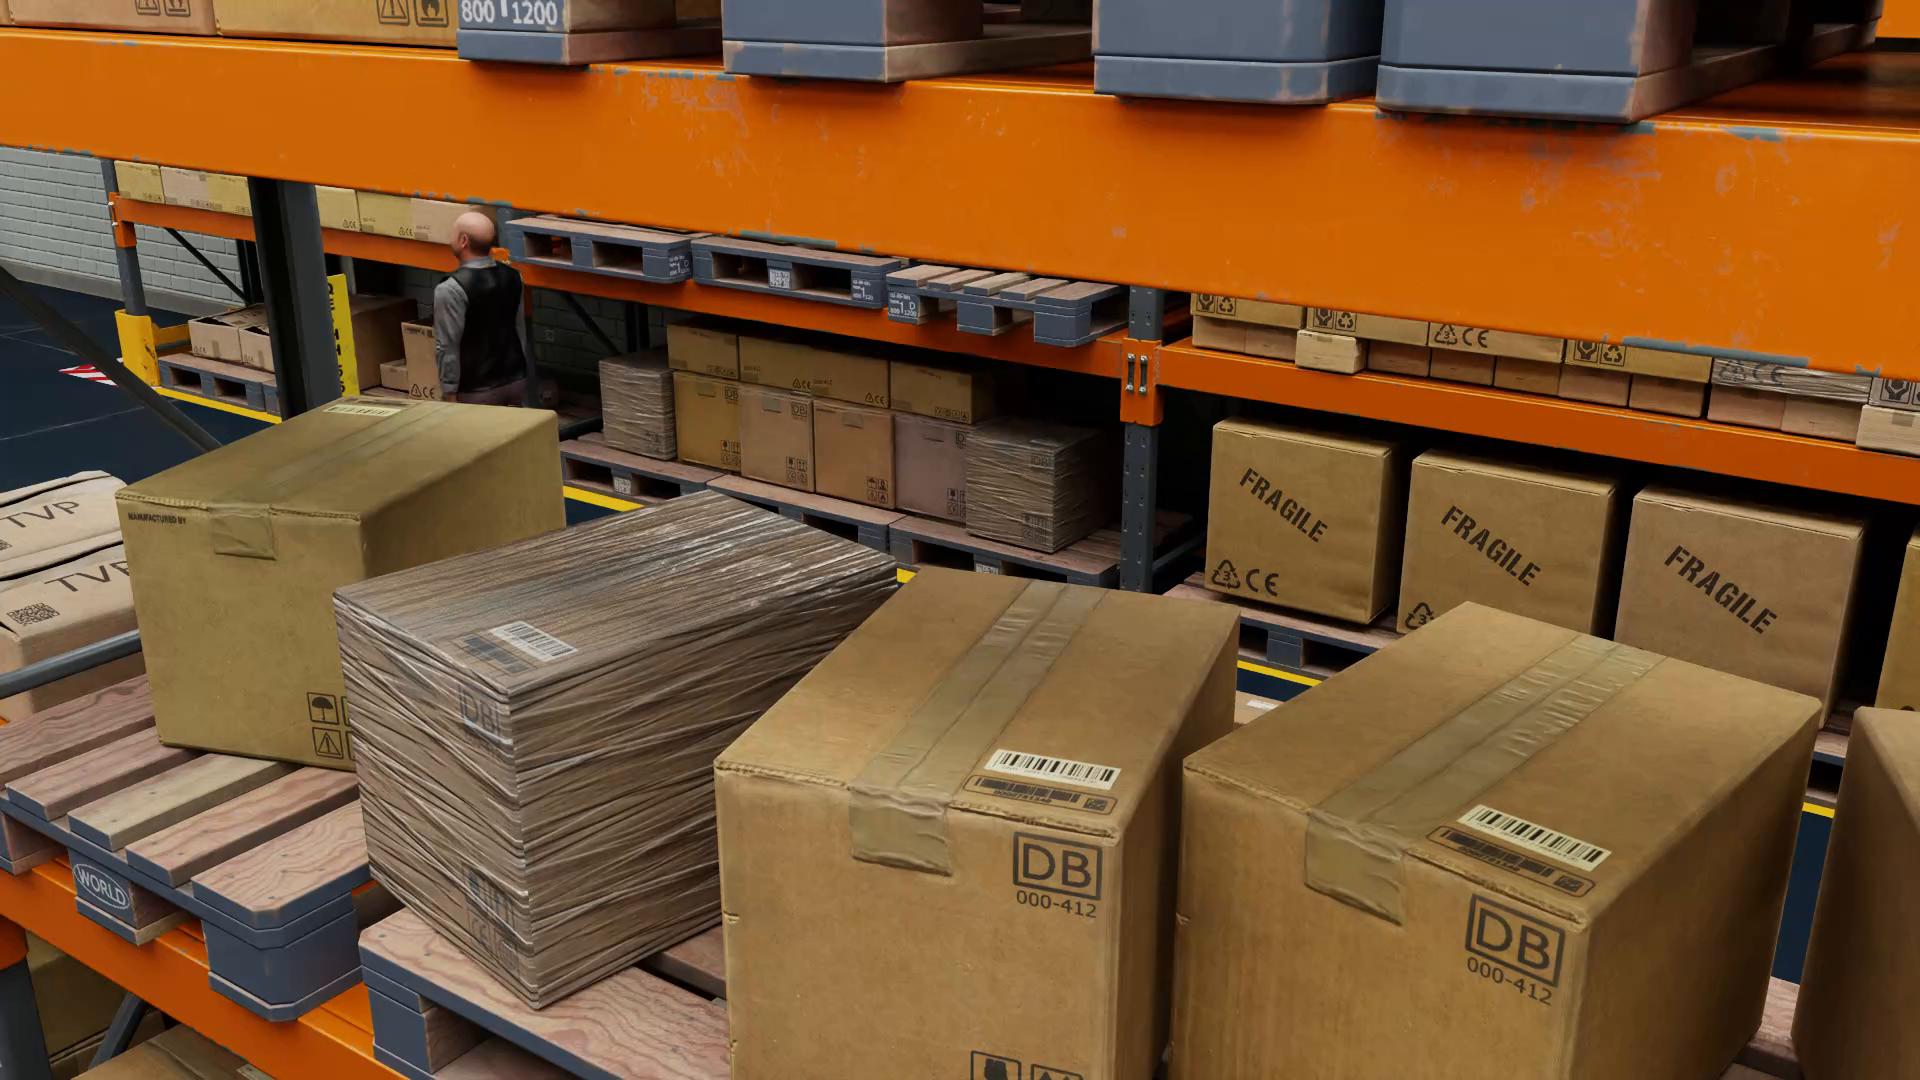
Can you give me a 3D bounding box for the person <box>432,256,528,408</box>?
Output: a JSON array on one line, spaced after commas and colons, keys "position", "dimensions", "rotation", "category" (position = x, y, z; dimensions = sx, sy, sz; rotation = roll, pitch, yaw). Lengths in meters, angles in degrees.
[{"position": [-2.296, -0.659, 8.114], "dimensions": [0.477, 1.456, 0.538], "rotation": [13, 23, 32], "category": "person"}]
